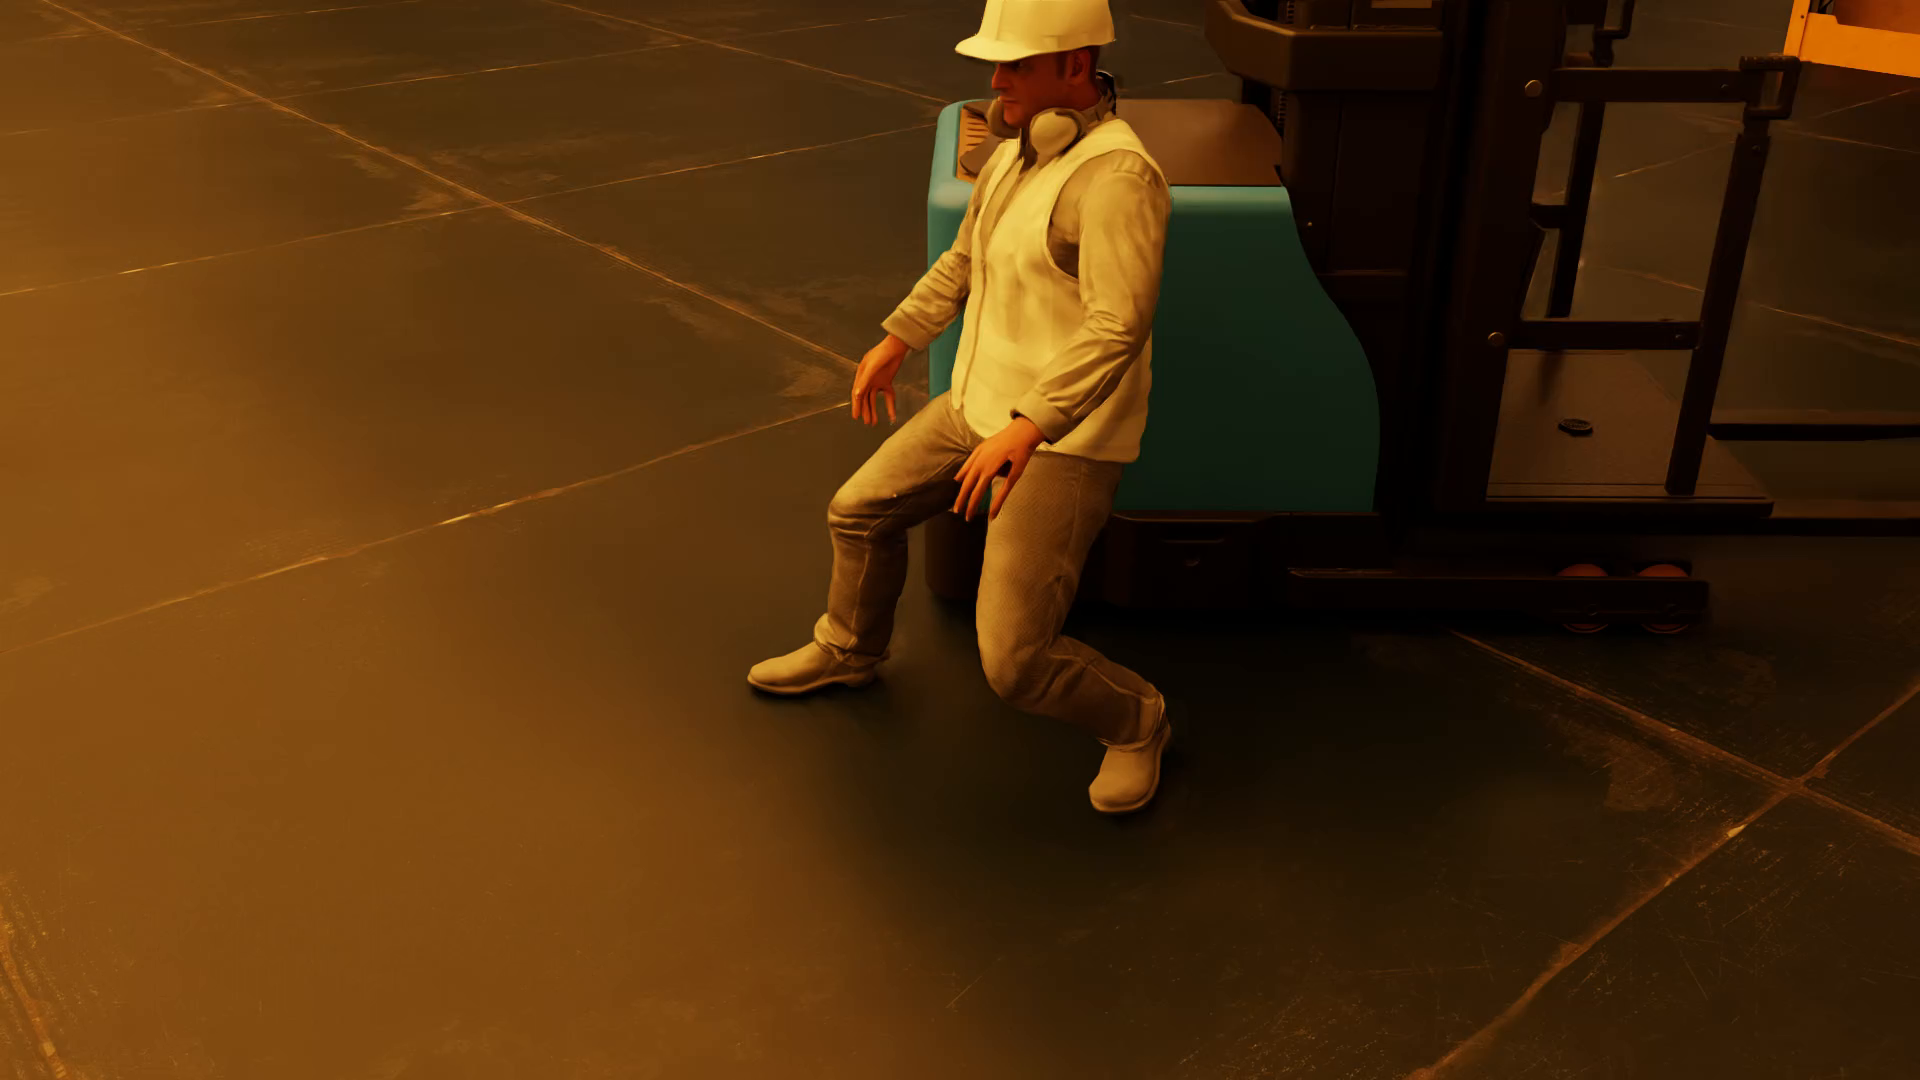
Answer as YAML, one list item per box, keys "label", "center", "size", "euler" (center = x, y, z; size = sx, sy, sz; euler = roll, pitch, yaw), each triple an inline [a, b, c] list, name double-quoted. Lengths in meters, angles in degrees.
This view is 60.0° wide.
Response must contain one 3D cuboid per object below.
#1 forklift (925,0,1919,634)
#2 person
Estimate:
- label: "forklift"
  center: [1.437, -1.324, 3.871]
  size: [3.031, 2.935, 1.130]
  euler: [0, 26, 1]
- label: "person"
  center: [0.013, -0.279, 3.236]
  size: [0.779, 1.629, 0.878]
  euler: [-9, 28, -18]
